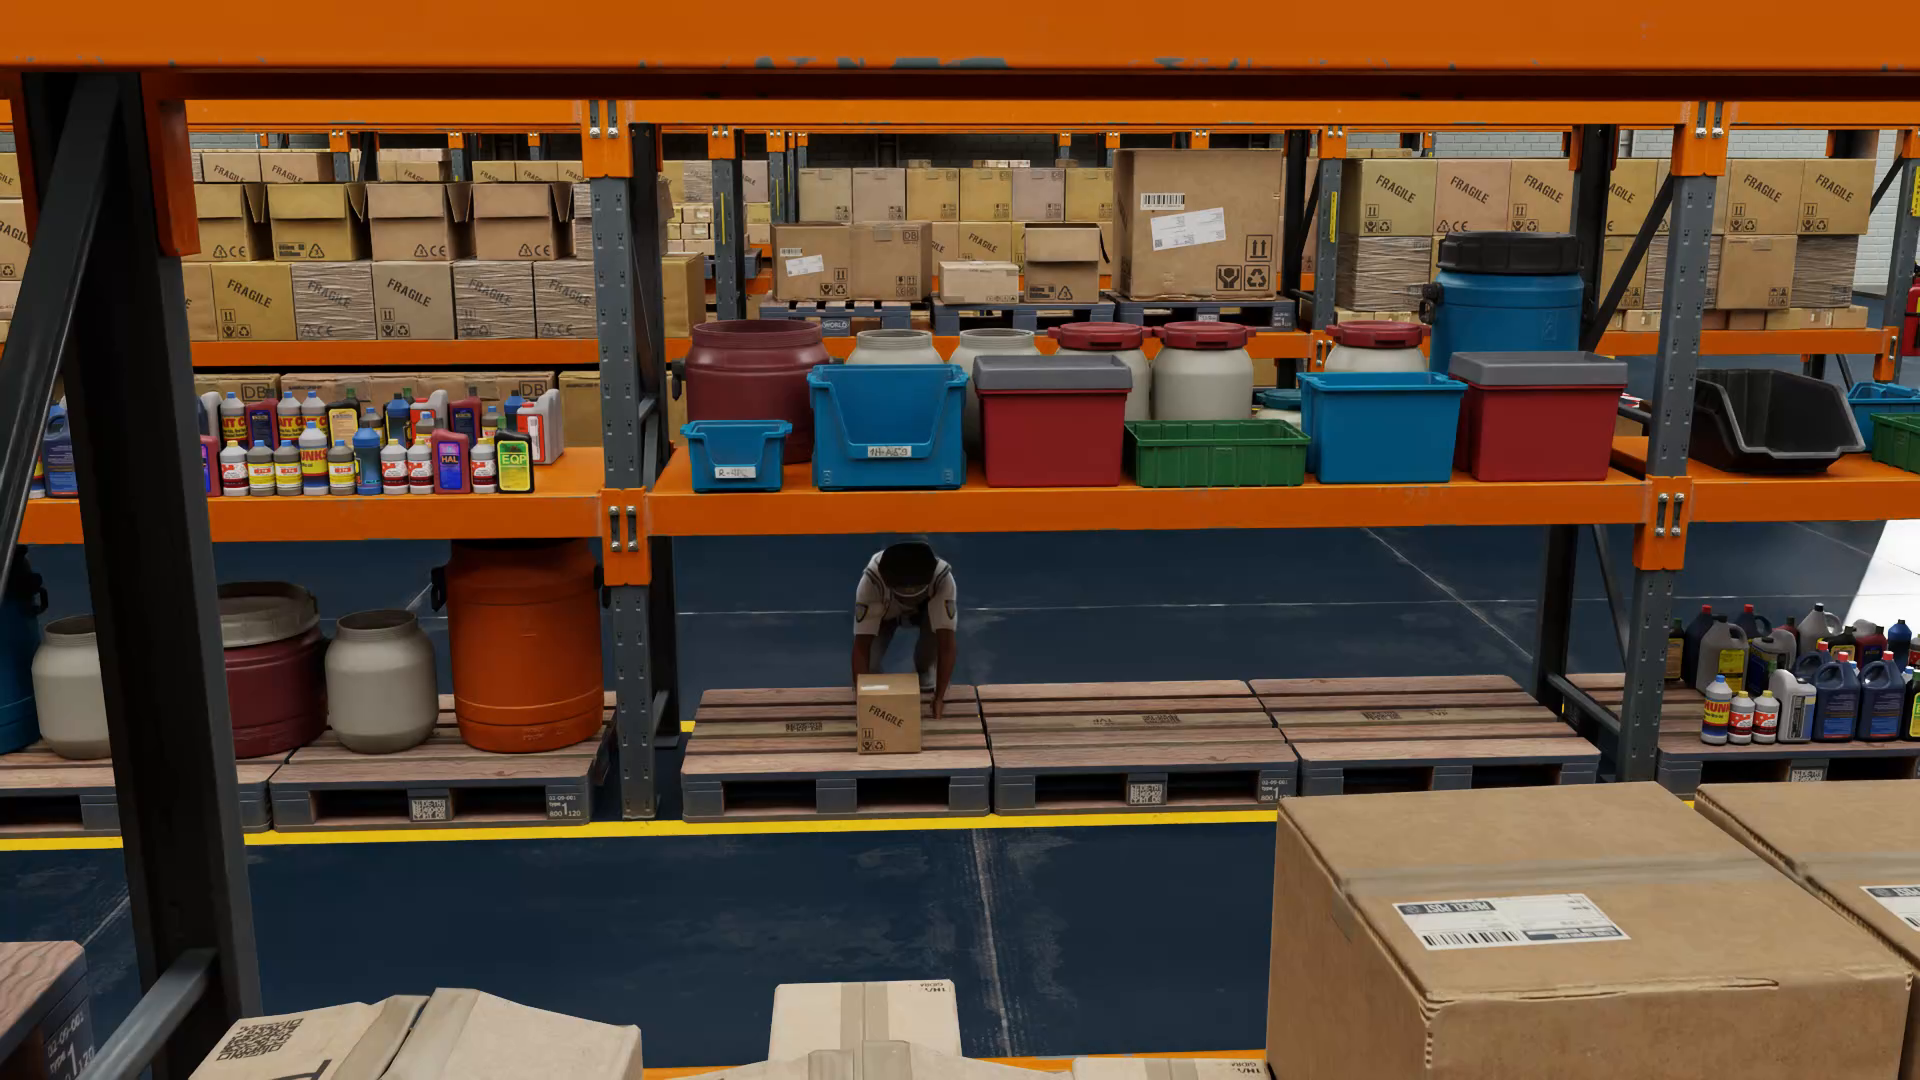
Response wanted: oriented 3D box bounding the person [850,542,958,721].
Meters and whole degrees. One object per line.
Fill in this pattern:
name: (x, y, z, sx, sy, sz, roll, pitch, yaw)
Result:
person: (-0.246, 0.435, 7.338, 0.479, 0.899, 0.886, 0, 14, 1)
